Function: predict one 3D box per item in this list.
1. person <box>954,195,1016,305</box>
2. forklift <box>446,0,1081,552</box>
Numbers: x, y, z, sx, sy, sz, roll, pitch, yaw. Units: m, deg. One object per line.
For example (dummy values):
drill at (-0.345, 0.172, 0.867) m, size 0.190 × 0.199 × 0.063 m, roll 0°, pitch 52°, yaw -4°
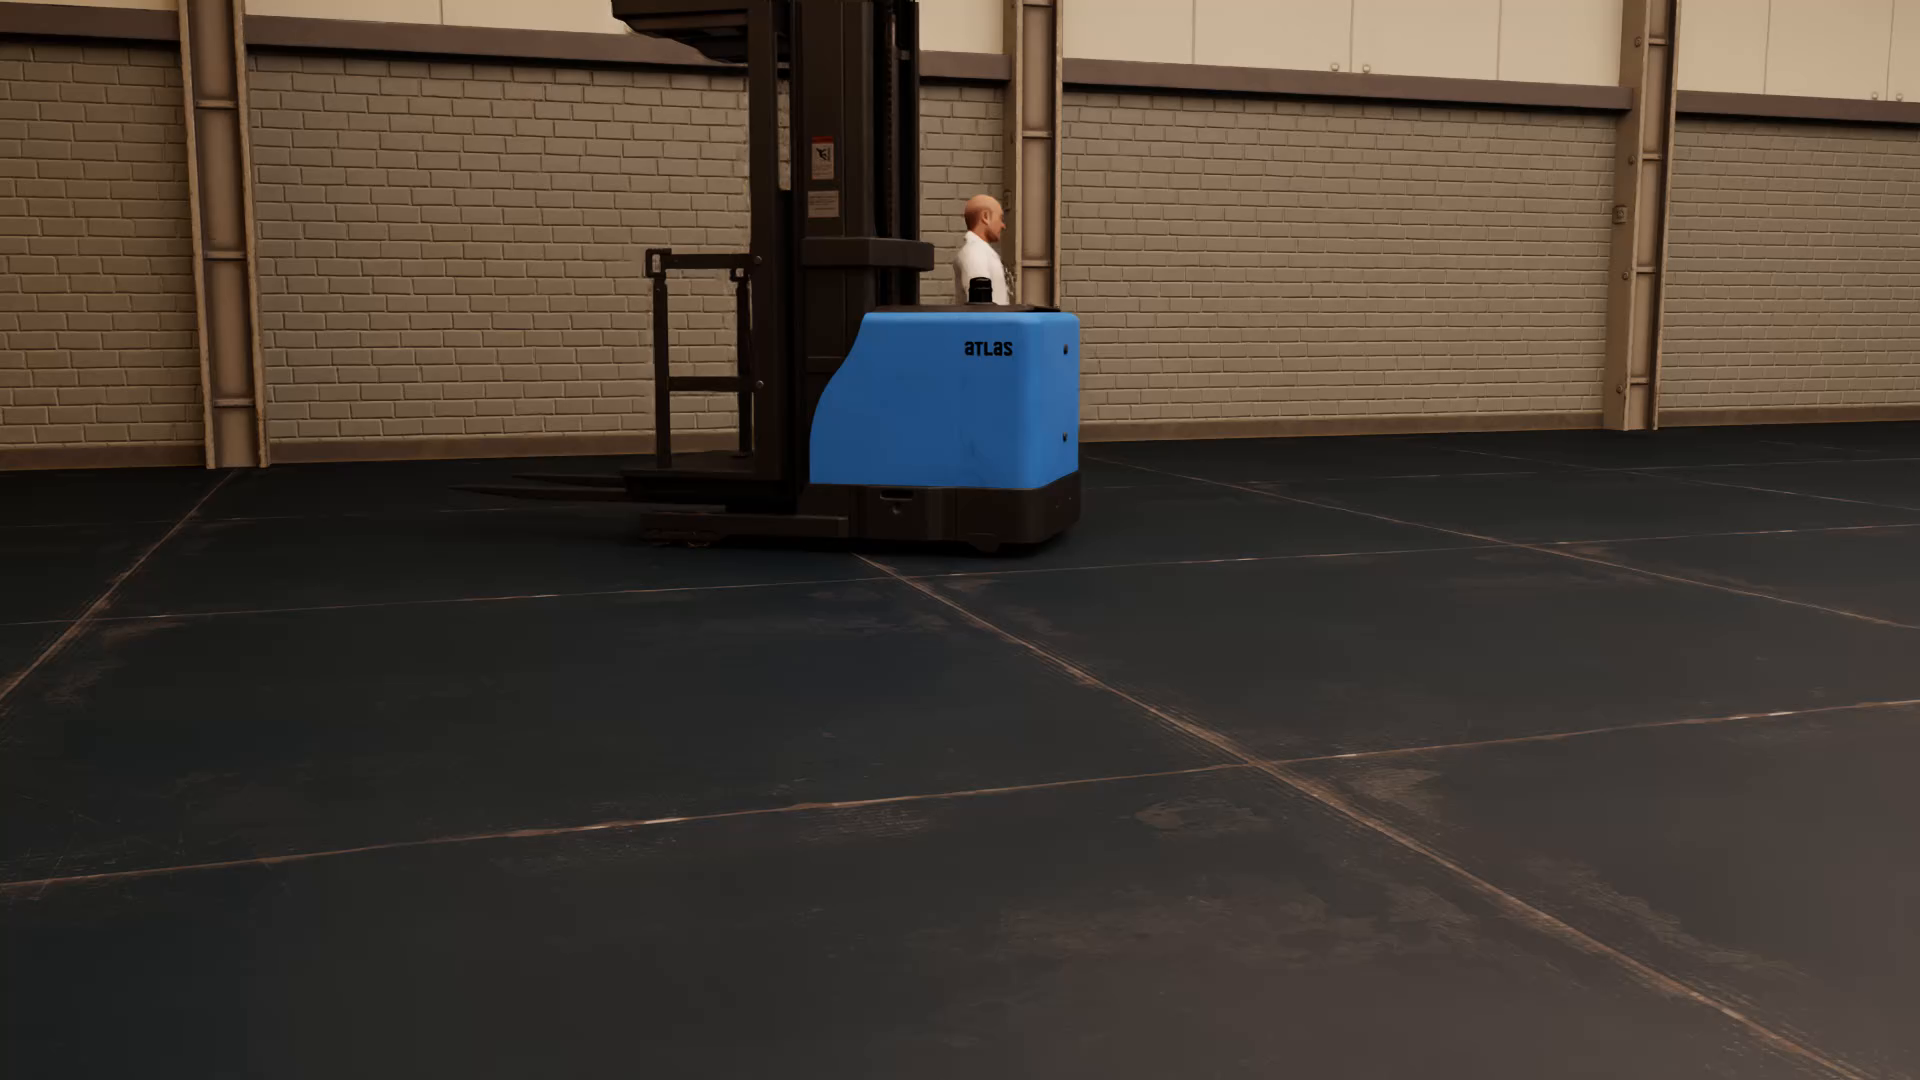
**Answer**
person at (0.171, -0.972, 8.947) m, size 0.474 × 1.750 × 0.861 m, roll 1°, pitch 8°, yaw 7°
forklift at (-0.984, -1.481, 7.941) m, size 3.031 × 2.935 × 1.130 m, roll 2°, pitch 8°, yaw 15°
